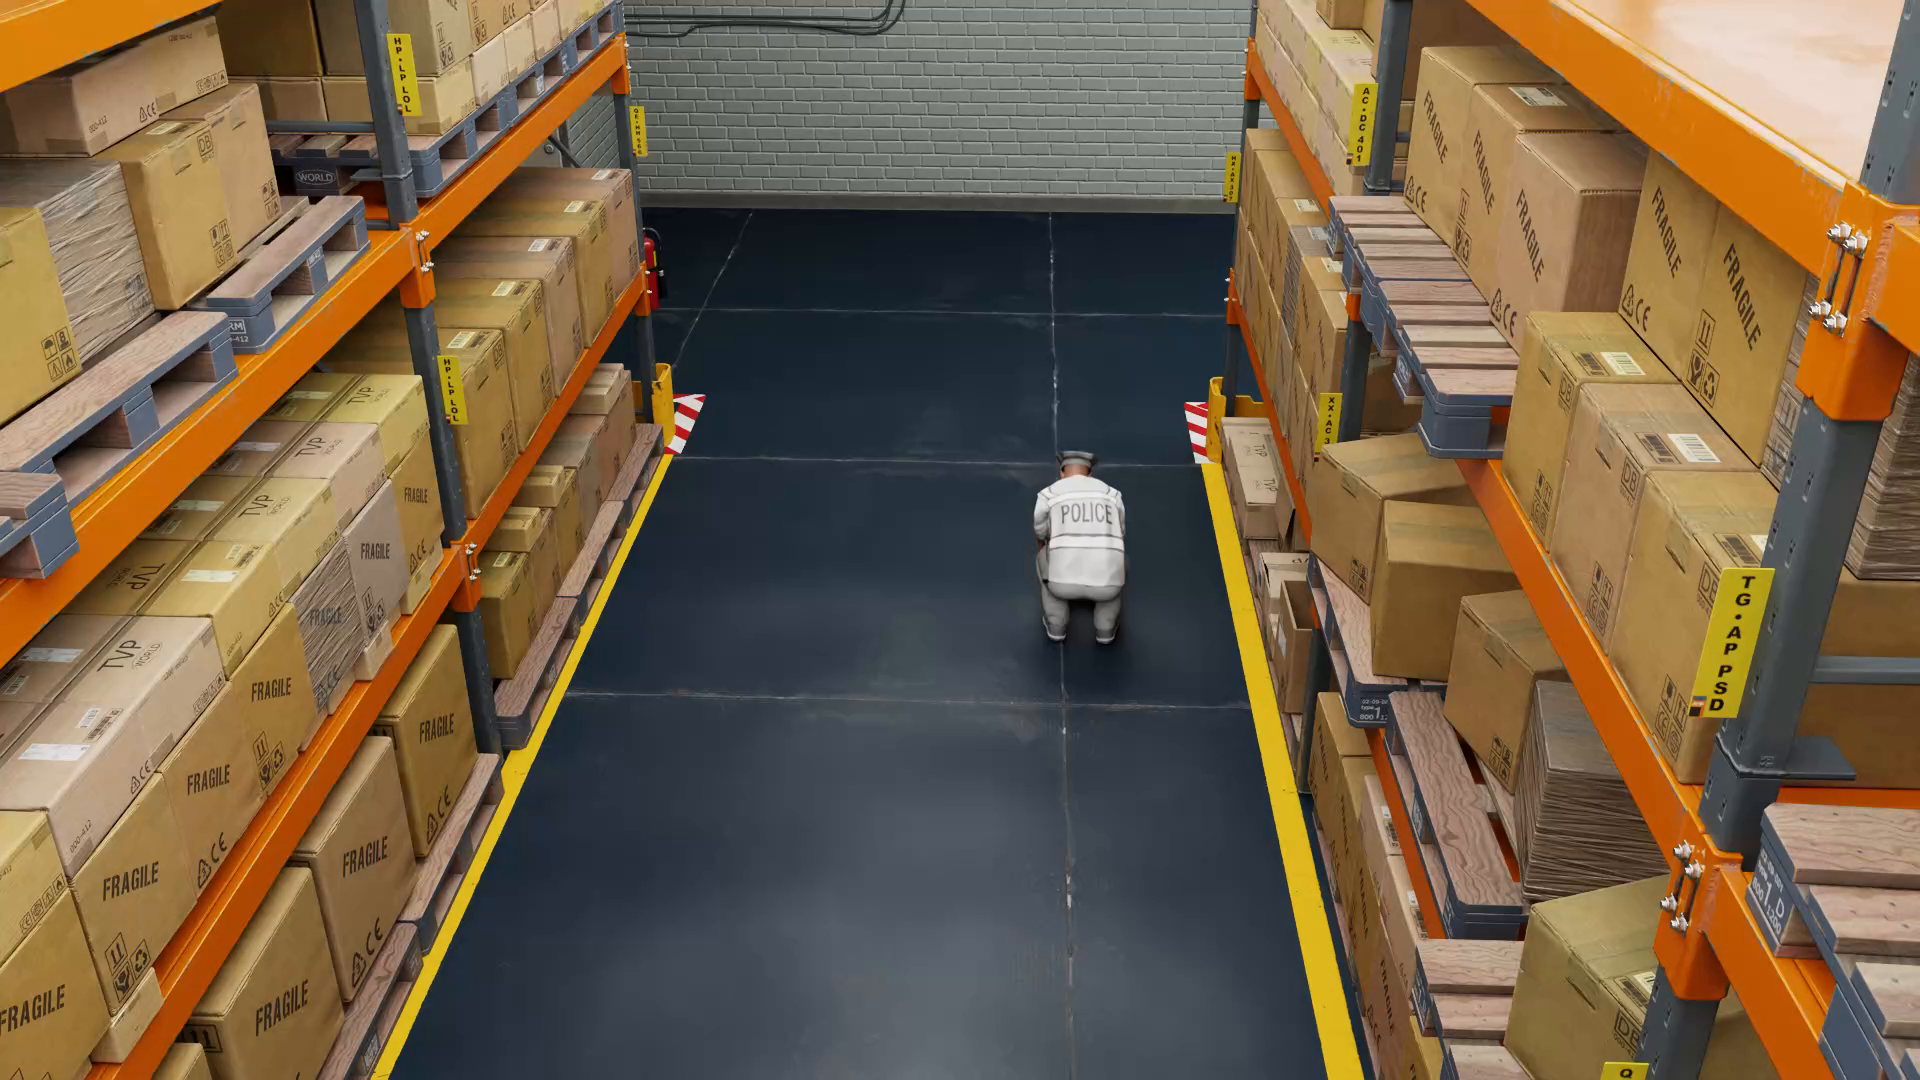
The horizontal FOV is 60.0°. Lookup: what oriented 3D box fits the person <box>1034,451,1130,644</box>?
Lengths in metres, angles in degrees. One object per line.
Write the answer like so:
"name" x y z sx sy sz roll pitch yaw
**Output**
"person" 0.690 0.043 9.435 0.560 0.920 0.954 3 28 5
